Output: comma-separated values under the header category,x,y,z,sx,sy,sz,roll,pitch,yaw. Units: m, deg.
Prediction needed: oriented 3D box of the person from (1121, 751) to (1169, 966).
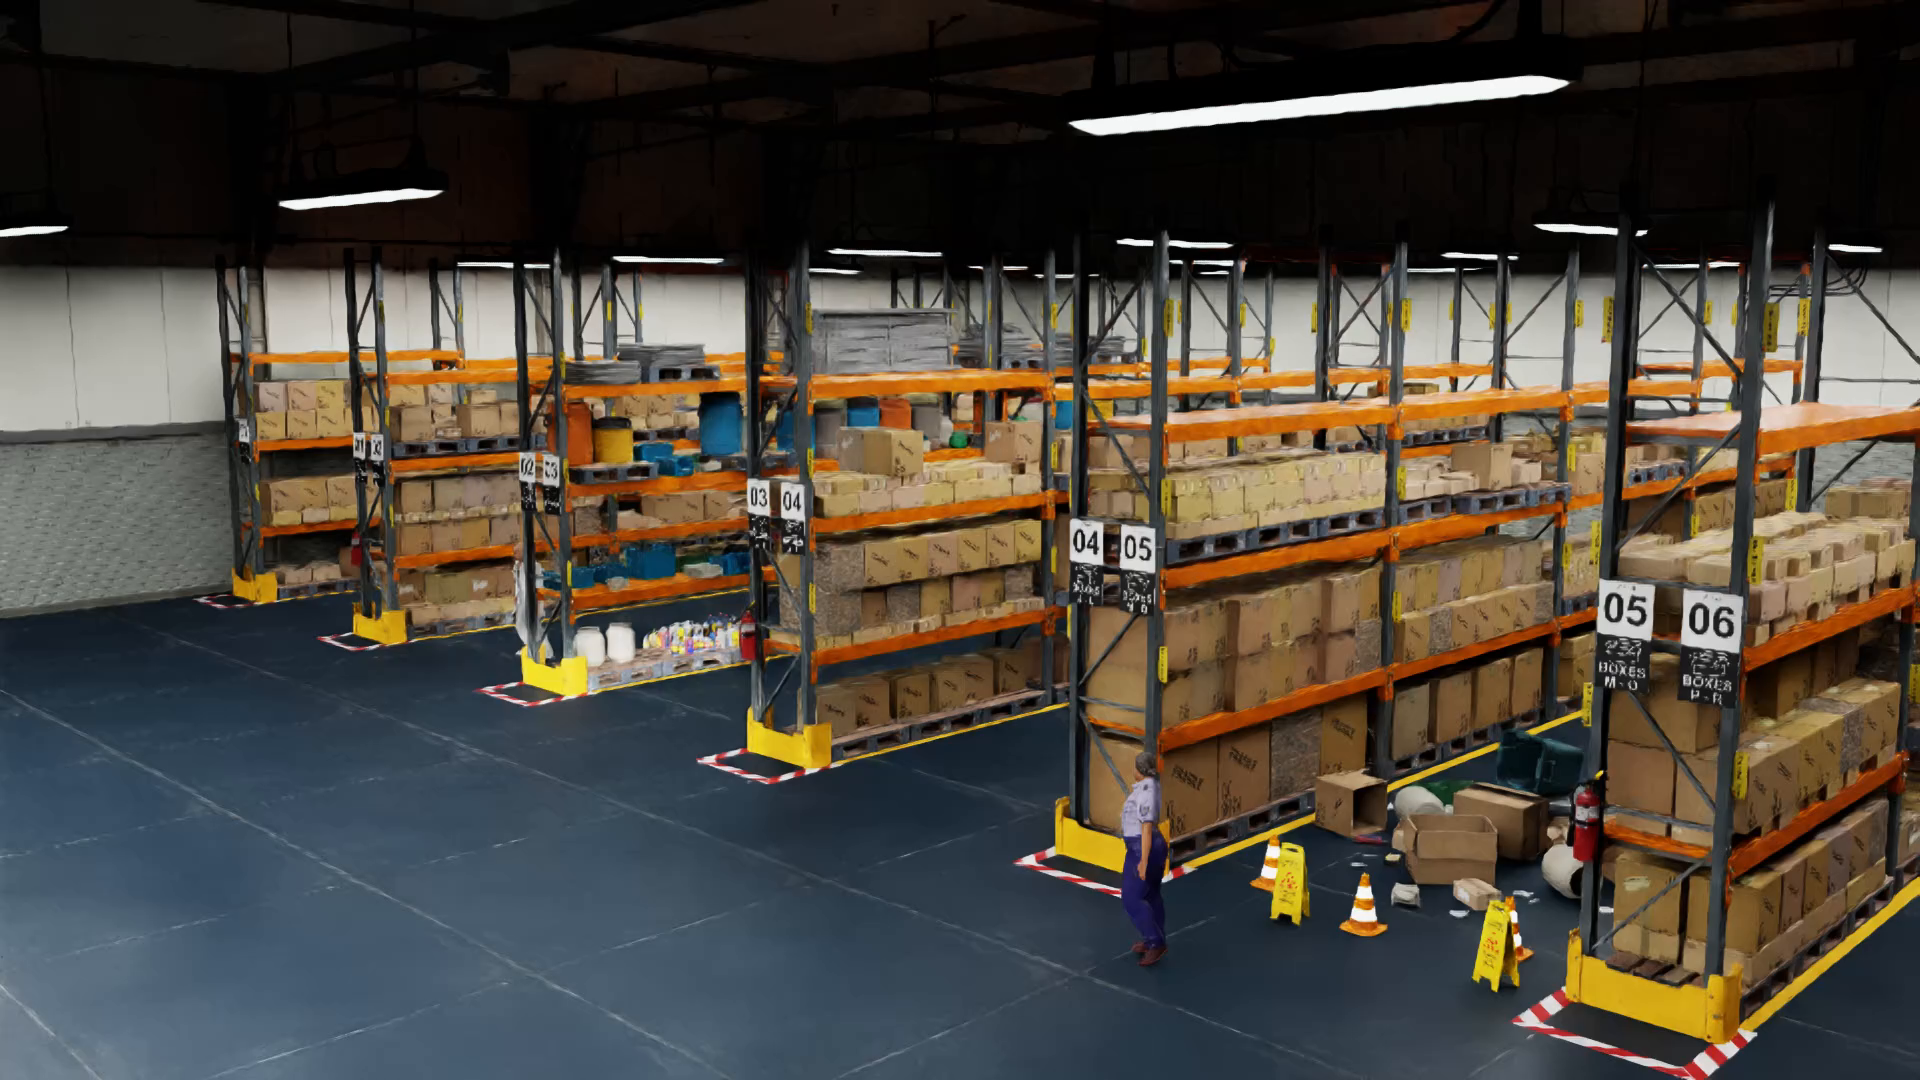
category,x,y,z,sx,sy,sz,roll,pitch,yaw
person,1.478,2.504,13.171,0.409,1.624,0.602,2,8,17

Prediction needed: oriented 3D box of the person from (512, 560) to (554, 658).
category,x,y,z,sx,sy,sz,roll,pitch,yaw
person,-6.267,0.978,24.297,0.729,1.539,0.525,8,11,44
